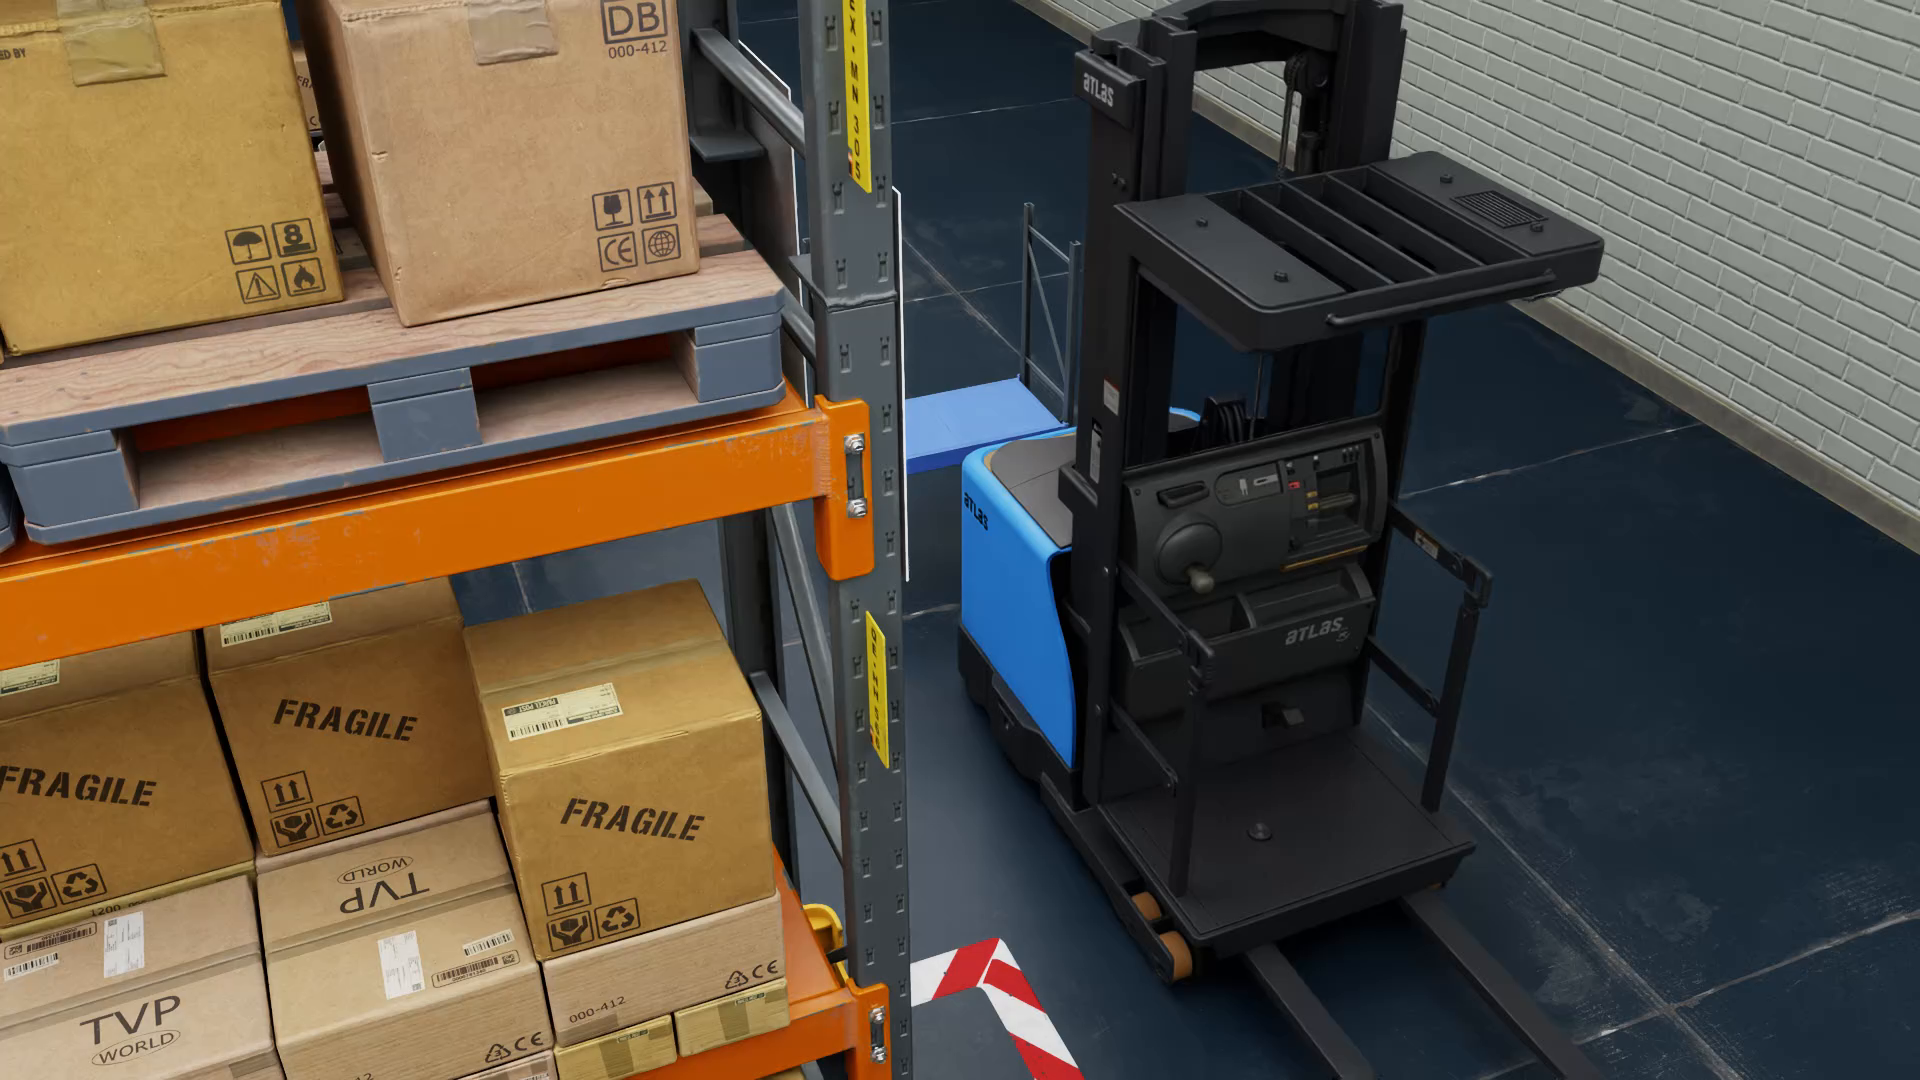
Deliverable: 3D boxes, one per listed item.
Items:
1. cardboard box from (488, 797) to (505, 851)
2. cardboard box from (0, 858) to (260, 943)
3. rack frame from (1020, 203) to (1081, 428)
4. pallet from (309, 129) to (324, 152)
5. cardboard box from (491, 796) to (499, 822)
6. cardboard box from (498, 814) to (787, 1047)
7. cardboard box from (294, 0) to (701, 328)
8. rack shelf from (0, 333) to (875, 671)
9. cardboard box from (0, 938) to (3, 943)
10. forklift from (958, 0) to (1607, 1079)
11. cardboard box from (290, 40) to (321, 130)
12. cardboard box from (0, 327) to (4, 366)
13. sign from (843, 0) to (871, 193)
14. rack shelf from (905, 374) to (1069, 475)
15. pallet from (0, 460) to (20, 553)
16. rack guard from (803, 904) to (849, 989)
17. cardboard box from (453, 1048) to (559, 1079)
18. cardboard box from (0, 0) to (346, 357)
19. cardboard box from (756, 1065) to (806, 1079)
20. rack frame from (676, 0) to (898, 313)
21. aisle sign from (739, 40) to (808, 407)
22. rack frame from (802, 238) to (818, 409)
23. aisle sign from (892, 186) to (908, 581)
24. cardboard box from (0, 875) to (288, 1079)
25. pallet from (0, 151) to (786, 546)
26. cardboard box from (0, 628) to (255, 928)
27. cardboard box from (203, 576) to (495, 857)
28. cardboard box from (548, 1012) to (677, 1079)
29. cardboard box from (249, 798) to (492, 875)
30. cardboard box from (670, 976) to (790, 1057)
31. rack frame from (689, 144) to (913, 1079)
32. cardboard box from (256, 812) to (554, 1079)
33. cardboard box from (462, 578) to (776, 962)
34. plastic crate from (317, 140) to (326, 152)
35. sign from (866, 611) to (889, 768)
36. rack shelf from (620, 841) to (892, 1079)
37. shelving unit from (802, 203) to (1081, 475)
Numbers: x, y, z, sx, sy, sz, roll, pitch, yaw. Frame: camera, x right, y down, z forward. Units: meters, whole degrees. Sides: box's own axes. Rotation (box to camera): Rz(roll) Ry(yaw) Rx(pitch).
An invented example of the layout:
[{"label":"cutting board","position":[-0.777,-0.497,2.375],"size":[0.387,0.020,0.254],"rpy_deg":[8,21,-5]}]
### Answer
[{"label":"cardboard box","position":[-1.051,0.674,4.194],"size":[0.250,0.149,0.380],"rpy_deg":[-13,35,-20]},{"label":"cardboard box","position":[-1.849,0.726,3.749],"size":[0.500,0.250,0.500],"rpy_deg":[-14,36,-21]},{"label":"rack frame","position":[0.390,-0.718,7.478],"size":[0.032,1.500,0.500],"rpy_deg":[-13,35,-19]},{"label":"pallet","position":[-4.997,-3.024,12.204],"size":[1.213,0.211,1.003],"rpy_deg":[-13,35,-19]},{"label":"cardboard box","position":[-0.907,0.508,4.083],"size":[0.500,0.250,0.500],"rpy_deg":[-14,36,-20]},{"label":"cardboard box","position":[-0.704,0.778,3.668],"size":[0.500,0.250,0.500],"rpy_deg":[-13,35,-20]},{"label":"cardboard box","position":[-0.819,-0.776,2.873],"size":[0.500,0.500,0.700],"rpy_deg":[-15,36,-22]},{"label":"rack shelf","position":[-2.204,0.071,2.800],"size":[4.000,0.370,1.077],"rpy_deg":[-13,35,-19]},{"label":"cardboard box","position":[-2.328,0.838,3.576],"size":[0.500,0.250,0.500],"rpy_deg":[-14,35,-20]},{"label":"forklift","position":[1.044,-0.036,5.118],"size":[1.130,2.935,3.031],"rpy_deg":[-13,35,-20]},{"label":"cardboard box","position":[-4.598,-3.276,11.923],"size":[0.500,0.500,0.500],"rpy_deg":[-13,35,-19]},{"label":"cardboard box","position":[-1.843,-0.584,2.579],"size":[0.500,0.500,0.700],"rpy_deg":[-15,36,-22]},{"label":"sign","position":[-0.163,-0.715,2.609],"size":[0.005,0.325,0.100],"rpy_deg":[-13,35,-19]},{"label":"rack shelf","position":[-0.079,-0.460,7.411],"size":[1.000,0.185,0.538],"rpy_deg":[-13,35,-19]},{"label":"pallet","position":[-2.167,-0.194,2.629],"size":[1.213,0.211,1.003],"rpy_deg":[-13,35,-19]},{"label":"rack guard","position":[-0.338,1.647,4.760],"size":[0.348,0.500,1.175],"rpy_deg":[-13,35,-19]},{"label":"cardboard box","position":[-1.033,1.059,3.602],"size":[0.250,0.149,0.380],"rpy_deg":[-13,35,-19]},{"label":"cardboard box","position":[-1.385,-0.718,2.784],"size":[0.500,0.500,0.700],"rpy_deg":[-14,36,-21]},{"label":"cardboard box","position":[-0.919,1.494,4.266],"size":[0.875,0.875,0.875],"rpy_deg":[-13,35,-19]},{"label":"rack frame","position":[-0.360,-1.910,2.434],"size":[0.127,3.000,1.000],"rpy_deg":[-13,35,-19]},{"label":"aisle sign","position":[-0.410,-0.651,3.617],"size":[0.004,0.787,0.394],"rpy_deg":[-13,35,-19]},{"label":"rack frame","position":[-0.547,-0.503,7.148],"size":[0.032,1.500,0.500],"rpy_deg":[-13,35,-19]},{"label":"aisle sign","position":[-0.178,-0.349,3.153],"size":[0.004,0.787,0.394],"rpy_deg":[-13,35,-19]},{"label":"cardboard box","position":[-1.641,0.993,3.338],"size":[0.500,0.250,0.500],"rpy_deg":[-14,36,-21]},{"label":"pallet","position":[-1.040,-0.454,3.028],"size":[1.213,0.211,1.003],"rpy_deg":[-13,35,-19]},{"label":"cardboard box","position":[-1.844,0.412,3.544],"size":[0.500,0.500,0.500],"rpy_deg":[-14,36,-20]},{"label":"cardboard box","position":[-1.368,0.300,3.716],"size":[0.500,0.500,0.500],"rpy_deg":[-14,35,-20]},{"label":"cardboard box","position":[-0.800,1.006,3.683],"size":[0.250,0.149,0.380],"rpy_deg":[-13,35,-18]},{"label":"cardboard box","position":[-1.384,0.621,3.909],"size":[0.500,0.250,0.500],"rpy_deg":[-13,35,-20]},{"label":"cardboard box","position":[-0.561,0.951,3.769],"size":[0.250,0.149,0.380],"rpy_deg":[-12,35,-18]},{"label":"rack frame","position":[-0.360,0.605,4.070],"size":[0.127,3.000,1.000],"rpy_deg":[-13,35,-19]},{"label":"cardboard box","position":[-1.172,0.885,3.504],"size":[0.500,0.250,0.500],"rpy_deg":[-14,35,-20]},{"label":"cardboard box","position":[-0.708,0.463,3.465],"size":[0.500,0.500,0.500],"rpy_deg":[-12,35,-18]},{"label":"plastic crate","position":[-2.961,-1.888,8.088],"size":[0.298,0.136,0.250],"rpy_deg":[-13,35,-19]},{"label":"sign","position":[-0.163,0.296,3.266],"size":[0.005,0.325,0.100],"rpy_deg":[-13,35,-19]},{"label":"rack shelf","position":[-2.204,1.328,3.618],"size":[4.000,0.370,1.077],"rpy_deg":[-13,35,-19]},{"label":"shelving unit","position":[-0.079,-0.611,7.313],"size":[1.048,1.500,0.538],"rpy_deg":[-13,35,-19]}]
